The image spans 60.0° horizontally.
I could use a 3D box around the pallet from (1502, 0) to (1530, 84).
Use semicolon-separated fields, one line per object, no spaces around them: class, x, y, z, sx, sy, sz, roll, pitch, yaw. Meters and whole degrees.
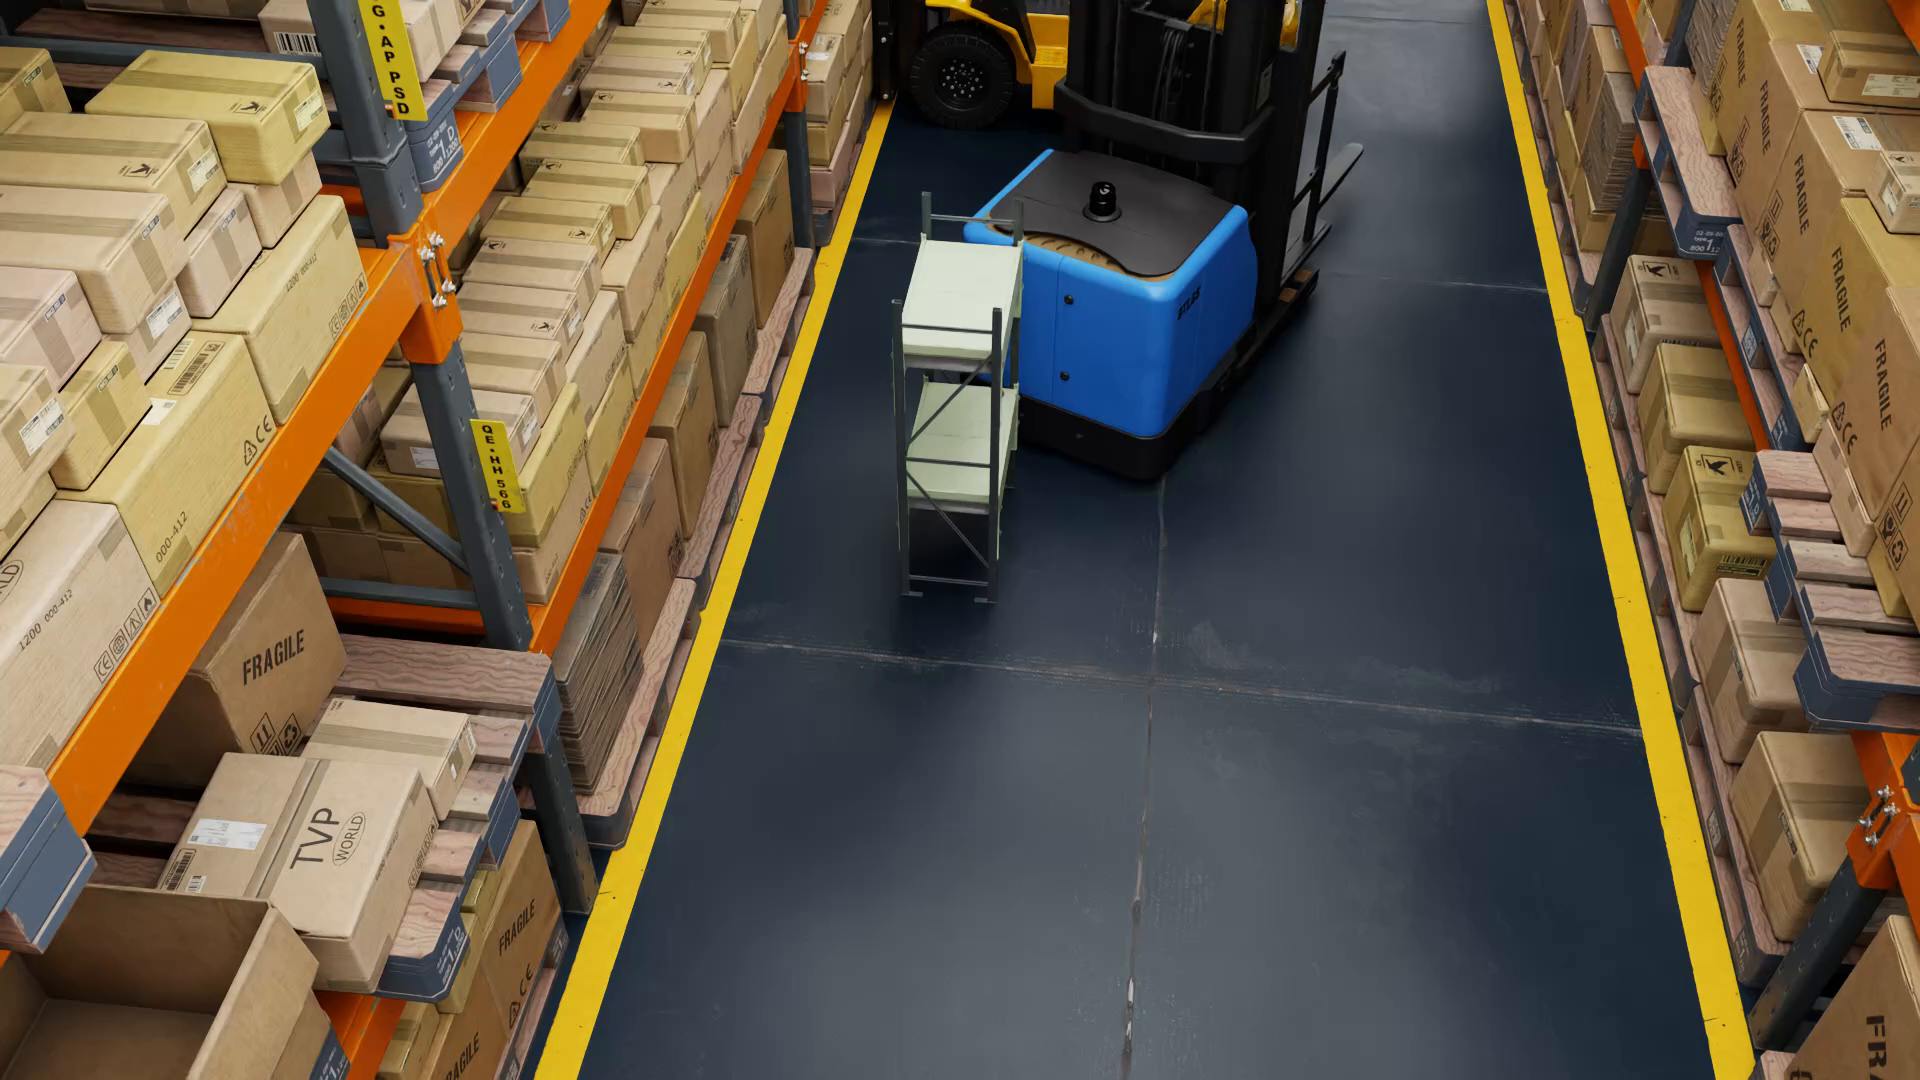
pallet;4.031;-3.237;10.537;1.003;0.211;1.213;5;44;6

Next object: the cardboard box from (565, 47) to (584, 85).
cardboard box;-1.718;-1.935;6.589;0.380;0.149;0.250;5;44;5

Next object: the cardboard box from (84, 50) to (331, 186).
cardboard box;-1.547;-0.875;3.435;0.380;0.149;0.250;7;44;7

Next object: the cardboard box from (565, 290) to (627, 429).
cardboard box;-1.427;-0.597;5.466;0.500;0.250;0.500;7;44;7

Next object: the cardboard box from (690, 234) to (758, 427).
cardboard box;-1.434;-0.980;7.547;0.875;0.625;0.625;5;44;5

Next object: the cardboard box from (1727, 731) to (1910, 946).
cardboard box;3.210;1.018;5.621;0.950;0.372;0.625;3;43;3

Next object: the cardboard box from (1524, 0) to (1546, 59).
cardboard box;3.728;-3.134;10.095;0.500;0.250;0.500;7;44;7

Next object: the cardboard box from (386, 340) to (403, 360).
cardboard box;-1.934;-0.720;5.306;0.380;0.149;0.250;5;44;5

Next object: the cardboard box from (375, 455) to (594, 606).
cardboard box;-1.494;-0.074;5.278;0.500;0.250;0.500;5;44;6

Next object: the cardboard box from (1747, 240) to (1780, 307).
cardboard box;3.068;-0.953;5.975;0.380;0.149;0.250;7;44;7

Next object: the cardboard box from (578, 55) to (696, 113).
cardboard box;-1.231;-1.720;6.362;0.380;0.149;0.250;6;44;6

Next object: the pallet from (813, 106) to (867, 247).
pallet;-1.119;-2.100;9.336;1.003;0.211;1.213;5;44;6

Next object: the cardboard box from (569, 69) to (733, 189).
cardboard box;-1.212;-1.644;6.573;0.500;0.250;0.500;6;44;6

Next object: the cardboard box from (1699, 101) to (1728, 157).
cardboard box;3.227;-1.670;6.731;0.380;0.149;0.250;6;44;6

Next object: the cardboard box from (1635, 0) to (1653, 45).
cardboard box;3.421;-2.452;7.863;0.380;0.149;0.250;6;44;6

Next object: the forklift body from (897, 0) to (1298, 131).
forklift body;0.820;-3.534;9.440;2.313;2.155;1.214;5;44;6

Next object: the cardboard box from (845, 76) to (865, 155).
cardboard box;-0.822;-2.375;9.294;0.500;0.250;0.500;4;44;5

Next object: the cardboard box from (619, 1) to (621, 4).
cardboard box;-1.587;-2.379;7.348;0.500;0.250;0.500;5;44;5

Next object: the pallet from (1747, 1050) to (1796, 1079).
pallet;2.947;2.143;4.855;1.003;0.211;1.213;5;44;6

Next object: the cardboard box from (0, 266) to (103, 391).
cardboard box;-1.747;-0.350;2.881;0.380;0.149;0.250;5;44;5

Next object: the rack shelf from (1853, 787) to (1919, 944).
rack shelf;2.861;2.225;3.264;1.077;0.370;4.000;5;44;6

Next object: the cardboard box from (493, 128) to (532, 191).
cardboard box;-1.769;-1.408;6.033;0.380;0.149;0.250;6;44;7

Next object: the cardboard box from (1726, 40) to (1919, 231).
cardboard box;3.164;-1.452;6.029;0.500;0.500;0.500;5;44;5

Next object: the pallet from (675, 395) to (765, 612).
pallet;-1.484;-0.222;7.353;1.003;0.211;1.213;5;44;6

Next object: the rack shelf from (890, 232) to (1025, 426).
rack shelf;0.001;-0.833;6.493;0.431;0.370;0.720;5;44;6

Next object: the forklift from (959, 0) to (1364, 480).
forklift;1.186;-2.331;7.602;1.130;2.935;3.031;22;48;22

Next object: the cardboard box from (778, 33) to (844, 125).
cardboard box;-0.891;-2.393;8.585;0.500;0.250;0.500;5;44;5

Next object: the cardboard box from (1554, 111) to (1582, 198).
cardboard box;3.527;-2.071;8.972;0.500;0.250;0.500;4;44;4

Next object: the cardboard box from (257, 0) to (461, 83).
cardboard box;-1.448;-1.251;4.022;0.380;0.166;0.250;5;44;5

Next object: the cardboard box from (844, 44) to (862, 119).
cardboard box;-0.831;-2.555;9.120;0.500;0.250;0.500;5;44;5

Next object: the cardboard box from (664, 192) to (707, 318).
cardboard box;-1.291;-1.121;6.384;0.500;0.250;0.500;7;44;7

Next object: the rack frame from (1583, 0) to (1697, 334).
rack frame;3.655;-2.126;7.335;1.000;3.000;0.127;5;44;6

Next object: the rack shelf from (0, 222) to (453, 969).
rack shelf;-2.059;0.687;2.707;1.077;0.370;4.000;5;44;6

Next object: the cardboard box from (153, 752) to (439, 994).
cardboard box;-1.613;0.802;4.047;0.500;0.250;0.500;3;44;4

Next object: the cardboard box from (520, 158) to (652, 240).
cardboard box;-1.301;-1.191;5.804;0.380;0.149;0.250;6;44;6

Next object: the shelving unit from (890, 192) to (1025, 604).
shelving unit;0.001;-0.549;6.761;0.431;1.500;0.755;5;44;6

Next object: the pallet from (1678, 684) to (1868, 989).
pallet;3.231;1.081;5.977;1.003;0.211;1.213;5;44;6

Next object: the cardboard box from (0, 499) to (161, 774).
cardboard box;-1.754;0.173;2.836;0.500;0.250;0.500;5;44;6

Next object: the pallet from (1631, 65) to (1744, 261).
pallet;3.409;-1.548;6.865;1.003;0.211;1.213;5;44;6

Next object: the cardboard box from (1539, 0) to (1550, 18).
cardboard box;3.735;-3.380;9.810;0.500;0.500;0.500;4;44;4

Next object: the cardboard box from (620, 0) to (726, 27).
cardboard box;-1.192;-2.254;6.926;0.380;0.149;0.250;5;44;5

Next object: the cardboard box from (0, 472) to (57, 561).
cardboard box;-1.789;-0.074;2.806;0.380;0.149;0.250;6;44;6

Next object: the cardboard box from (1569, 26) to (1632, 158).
cardboard box;3.532;-2.326;8.696;0.500;0.500;0.500;6;44;6

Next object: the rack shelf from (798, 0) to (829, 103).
rack shelf;-1.002;-3.676;9.496;1.077;0.370;4.000;5;44;6

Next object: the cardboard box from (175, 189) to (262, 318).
cardboard box;-1.657;-0.589;3.350;0.380;0.149;0.250;4;44;5

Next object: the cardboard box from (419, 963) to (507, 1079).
cardboard box;-1.714;1.555;4.961;0.500;0.500;0.500;5;44;5

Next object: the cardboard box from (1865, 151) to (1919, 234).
cardboard box;3.062;-1.073;5.157;0.380;0.149;0.250;3;44;4

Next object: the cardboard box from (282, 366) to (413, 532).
cardboard box;-2.011;-0.307;5.160;0.500;0.250;0.500;6;44;6

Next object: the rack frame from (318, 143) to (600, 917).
rack frame;-1.795;0.152;4.930;1.000;3.000;0.127;5;44;6

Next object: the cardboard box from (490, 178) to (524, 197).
cardboard box;-1.802;-1.339;6.250;0.500;0.250;0.500;4;44;5

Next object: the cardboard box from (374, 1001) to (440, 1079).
cardboard box;-1.693;1.395;4.658;0.380;0.149;0.250;4;44;4

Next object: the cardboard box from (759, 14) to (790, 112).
cardboard box;-1.073;-2.153;7.473;0.500;0.250;0.500;6;44;6

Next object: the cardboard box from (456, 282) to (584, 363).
cardboard box;-1.418;-0.670;5.254;0.380;0.149;0.250;6;44;7

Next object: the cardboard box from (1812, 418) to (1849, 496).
cardboard box;2.930;-0.242;5.223;0.380;0.149;0.250;3;44;4

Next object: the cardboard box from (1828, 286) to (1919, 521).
cardboard box;2.968;-0.385;4.902;0.500;0.500;0.500;5;44;5

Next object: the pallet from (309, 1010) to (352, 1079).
pallet;-2.047;1.547;3.596;1.003;0.211;1.213;5;44;6

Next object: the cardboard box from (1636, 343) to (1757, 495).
cardboard box;3.496;-0.476;7.199;0.950;0.372;0.625;8;44;8

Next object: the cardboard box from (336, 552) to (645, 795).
cardboard box;-1.699;0.438;6.050;0.875;0.625;0.625;7;44;7
